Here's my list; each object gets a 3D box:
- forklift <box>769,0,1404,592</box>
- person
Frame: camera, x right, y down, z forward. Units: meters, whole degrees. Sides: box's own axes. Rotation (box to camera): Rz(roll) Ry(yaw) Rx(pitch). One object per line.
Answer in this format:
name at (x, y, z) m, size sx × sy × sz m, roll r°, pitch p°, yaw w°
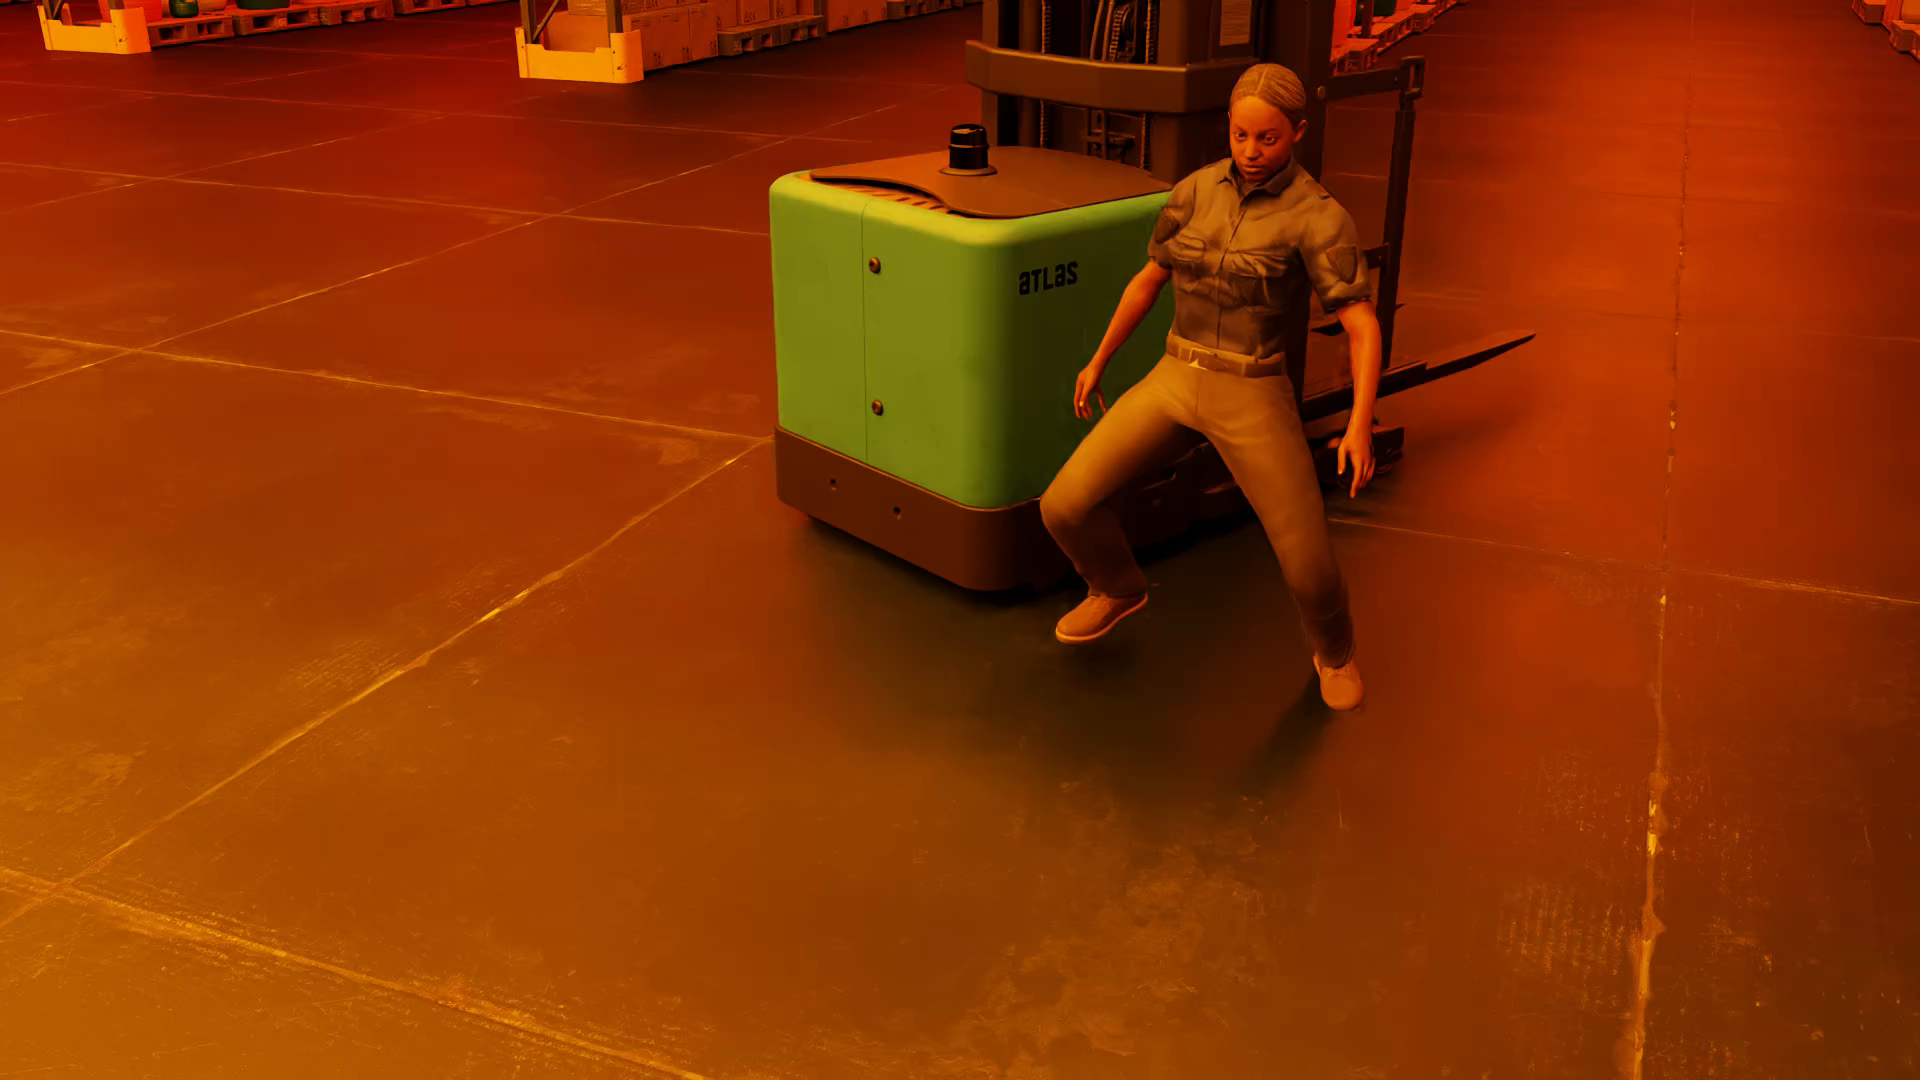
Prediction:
forklift at (0.868, -1.663, 5.270) m, size 3.031 × 2.935 × 1.130 m, roll -18°, pitch 29°, yaw -37°
person at (0.646, -0.332, 3.942) m, size 0.865 × 1.553 × 0.619 m, roll 17°, pitch 28°, yaw 35°
